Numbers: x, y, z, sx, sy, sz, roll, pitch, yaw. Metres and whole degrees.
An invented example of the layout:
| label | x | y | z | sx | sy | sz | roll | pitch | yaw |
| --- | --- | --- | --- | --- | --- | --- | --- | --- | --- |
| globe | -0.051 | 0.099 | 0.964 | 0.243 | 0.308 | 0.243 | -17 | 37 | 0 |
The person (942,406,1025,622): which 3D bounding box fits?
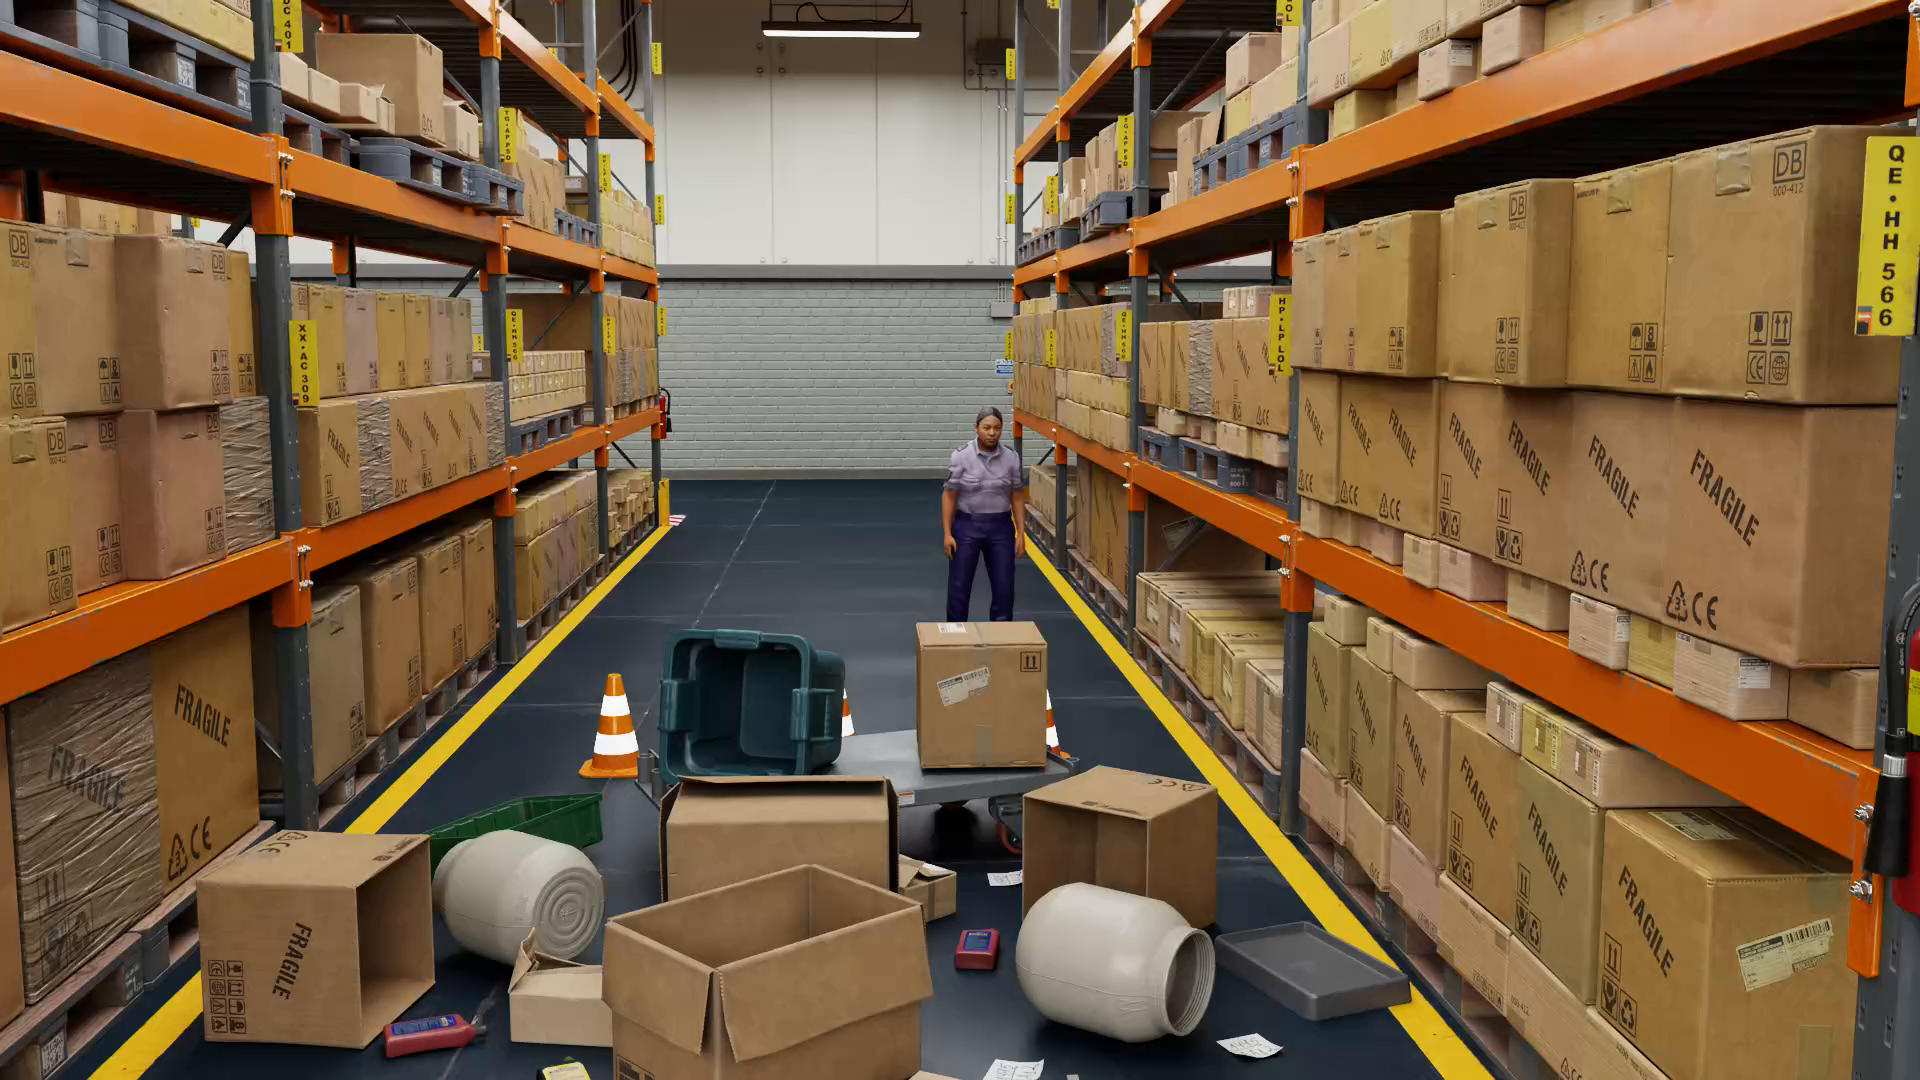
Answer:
| label | x | y | z | sx | sy | sz | roll | pitch | yaw |
| --- | --- | --- | --- | --- | --- | --- | --- | --- | --- |
| person | 0.133 | -0.008 | 10.346 | 0.565 | 1.651 | 0.370 | -1 | 7 | -9 |
